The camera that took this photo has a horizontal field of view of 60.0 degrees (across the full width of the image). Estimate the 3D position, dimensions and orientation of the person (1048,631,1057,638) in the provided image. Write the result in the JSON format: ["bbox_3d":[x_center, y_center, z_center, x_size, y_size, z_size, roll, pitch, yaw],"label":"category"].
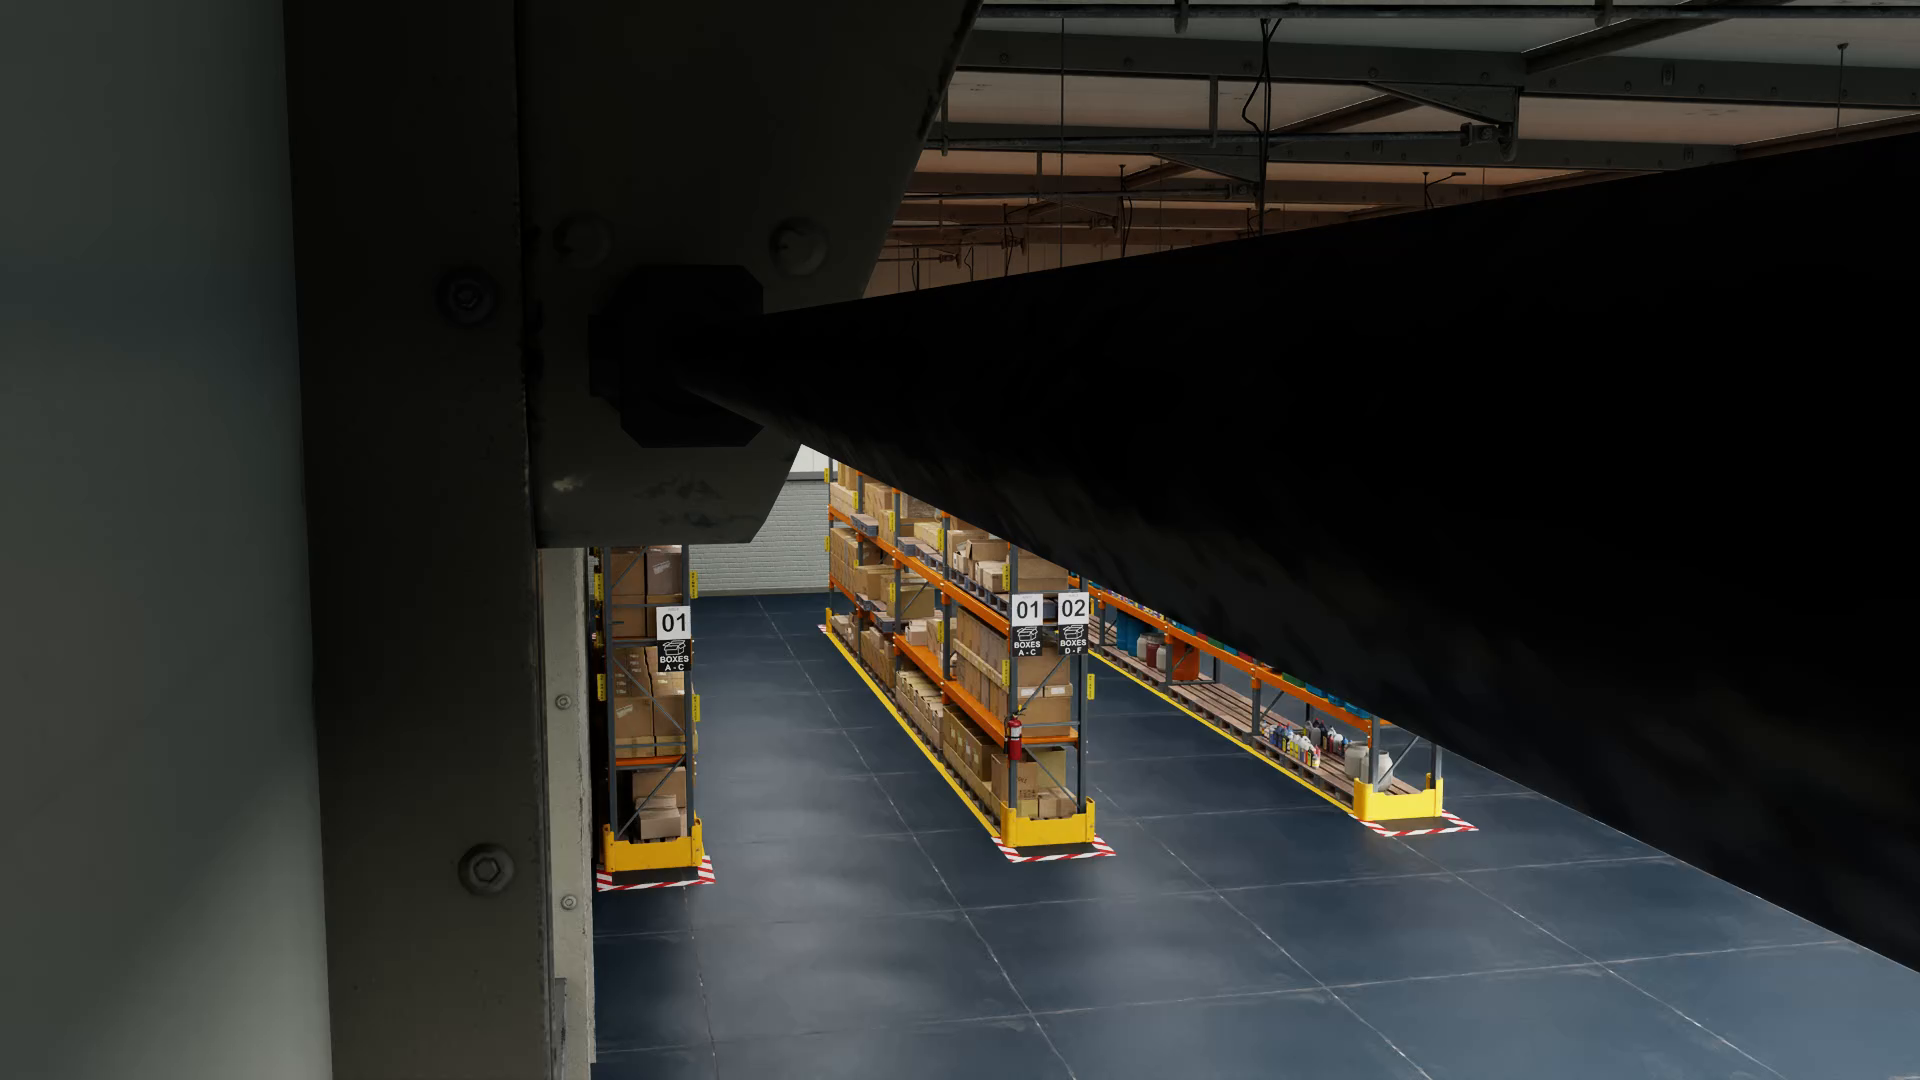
[{"bbox_3d":[1.691,1.582,33.124,0.634,1.731,1.084,-1,7,-12],"label":"person"}]
